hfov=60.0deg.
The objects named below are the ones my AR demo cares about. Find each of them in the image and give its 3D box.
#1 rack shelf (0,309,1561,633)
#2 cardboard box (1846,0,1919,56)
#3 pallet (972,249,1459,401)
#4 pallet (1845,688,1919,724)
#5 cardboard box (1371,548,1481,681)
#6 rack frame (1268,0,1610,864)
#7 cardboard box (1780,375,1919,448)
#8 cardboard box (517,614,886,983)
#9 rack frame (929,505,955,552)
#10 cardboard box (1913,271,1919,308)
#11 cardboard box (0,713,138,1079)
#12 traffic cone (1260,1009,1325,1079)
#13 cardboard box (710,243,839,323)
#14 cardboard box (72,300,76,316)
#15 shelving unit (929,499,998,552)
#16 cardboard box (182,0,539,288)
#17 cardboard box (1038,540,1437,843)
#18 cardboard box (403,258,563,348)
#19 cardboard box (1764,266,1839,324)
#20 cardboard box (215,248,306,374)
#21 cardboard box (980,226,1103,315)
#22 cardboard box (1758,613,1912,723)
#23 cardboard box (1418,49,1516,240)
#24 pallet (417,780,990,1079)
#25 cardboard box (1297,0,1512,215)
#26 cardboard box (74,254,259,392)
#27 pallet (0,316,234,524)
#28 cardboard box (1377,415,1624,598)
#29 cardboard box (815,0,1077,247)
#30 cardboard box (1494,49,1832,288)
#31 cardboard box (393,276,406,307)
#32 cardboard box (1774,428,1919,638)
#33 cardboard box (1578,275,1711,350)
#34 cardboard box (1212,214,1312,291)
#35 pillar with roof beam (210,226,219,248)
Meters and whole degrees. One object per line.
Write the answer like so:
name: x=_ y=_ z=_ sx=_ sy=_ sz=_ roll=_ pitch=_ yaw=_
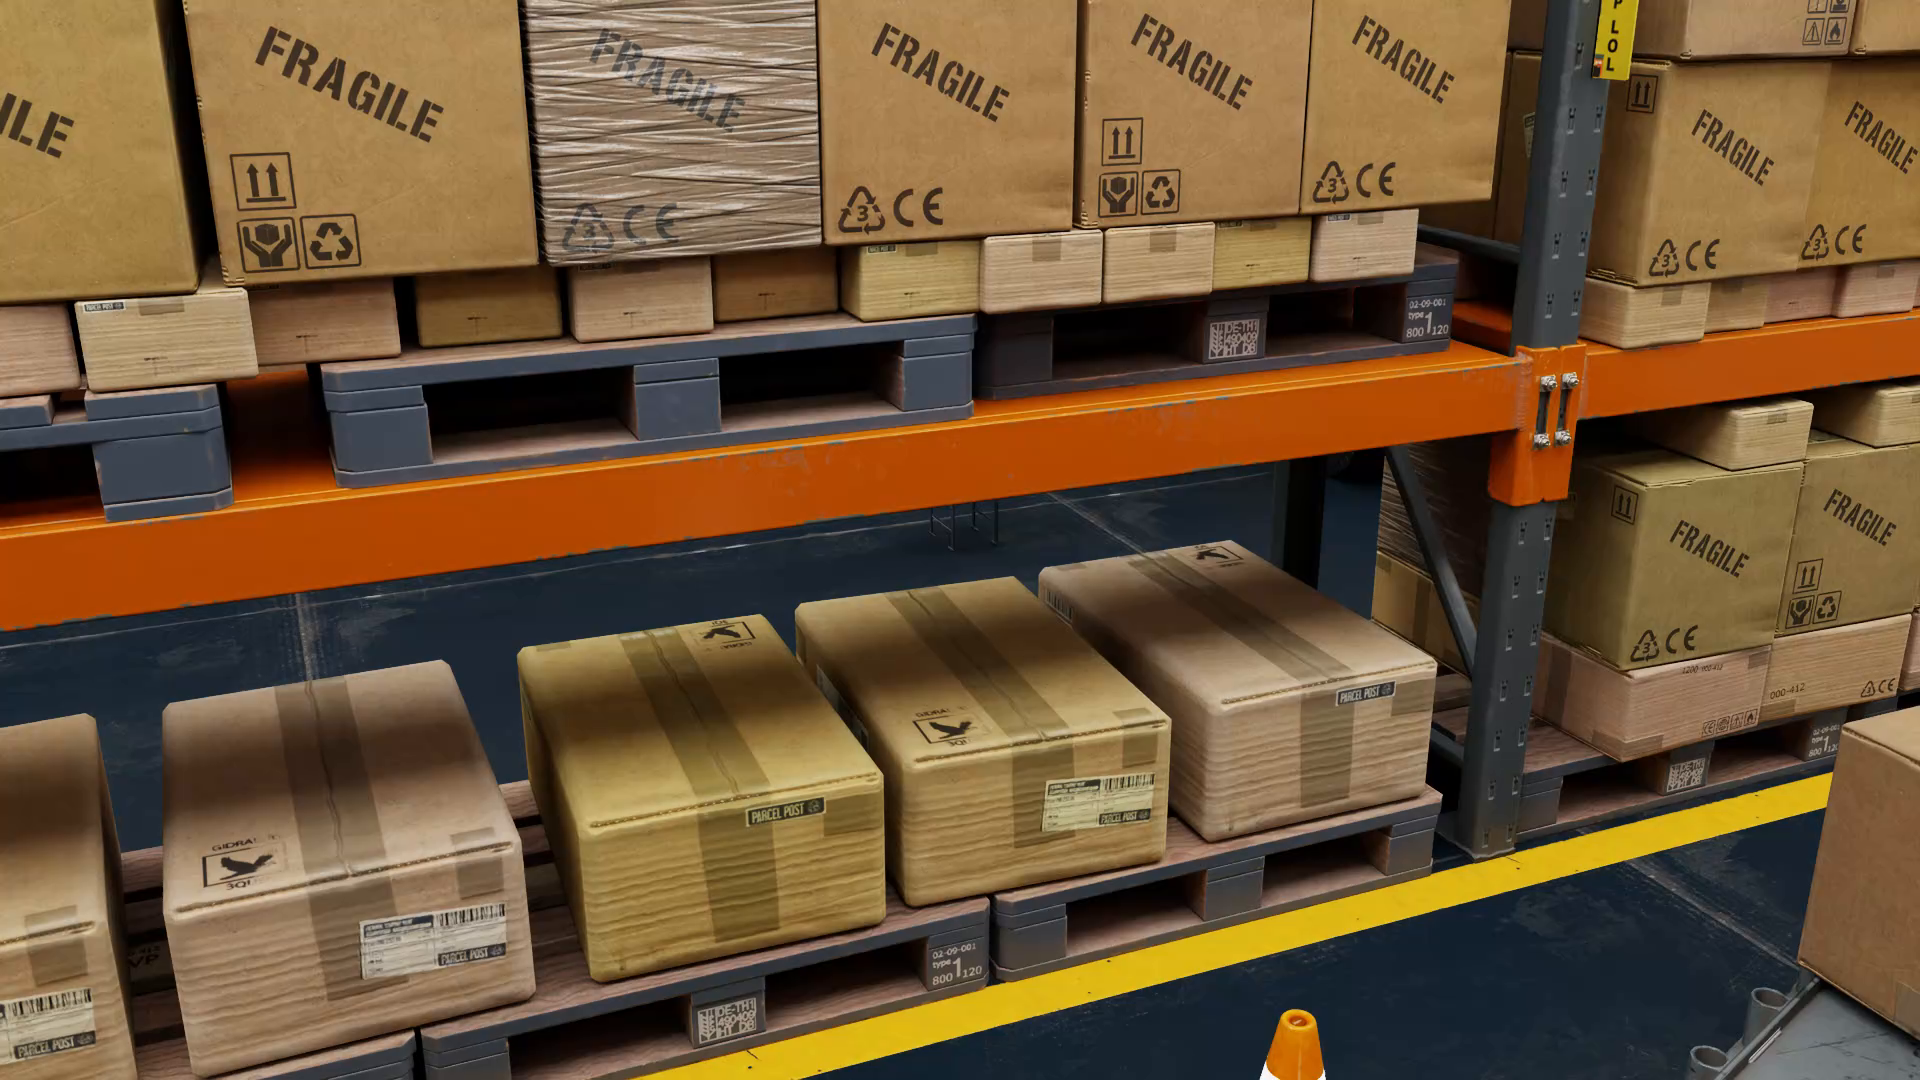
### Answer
rack shelf: x=-0.676 y=-0.155 z=3.529 sx=4.000 sy=0.370 sz=1.077 roll=-8 pitch=21 yaw=-22
cardboard box: x=2.128 y=-1.469 z=4.073 sx=0.500 sy=0.500 sz=0.700 roll=-8 pitch=21 yaw=-22
pallet: x=0.401 y=-0.611 z=4.029 sx=1.213 sy=0.211 sz=1.003 roll=-8 pitch=21 yaw=-22
pallet: x=2.885 y=0.297 z=5.361 sx=1.213 sy=0.211 sz=1.003 roll=-8 pitch=21 yaw=-22
cardboard box: x=1.597 y=0.182 z=4.998 sx=0.500 sy=0.250 sz=0.500 roll=-7 pitch=21 yaw=-19
rack frame: x=1.161 y=-0.758 z=4.157 sx=0.127 sy=3.000 sz=1.000 roll=-8 pitch=21 yaw=-22
cardboard box: x=2.419 y=-0.380 z=4.487 sx=0.250 sy=0.149 sz=0.380 roll=-7 pitch=21 yaw=-20
cardboard box: x=-0.617 y=0.541 z=3.793 sx=0.625 sy=0.372 sz=0.950 roll=-7 pitch=21 yaw=-20
rack frame: x=-0.071 y=-0.556 z=6.294 sx=0.006 sy=1.200 sz=0.240 roll=-8 pitch=21 yaw=-22
cardboard box: x=2.493 y=-0.743 z=4.493 sx=0.250 sy=0.149 sz=0.380 roll=-8 pitch=21 yaw=-22
cardboard box: x=-1.989 y=0.739 z=3.232 sx=0.625 sy=0.372 sz=0.950 roll=-10 pitch=22 yaw=-26
traffic cone: x=0.577 y=1.029 z=2.903 sx=0.334 sy=0.463 sz=0.336 roll=-8 pitch=21 yaw=-22
cardboard box: x=-0.428 y=-0.552 z=3.320 sx=0.250 sy=0.149 sz=0.380 roll=-9 pitch=21 yaw=-24
cardboard box: x=-1.873 y=-0.530 z=3.257 sx=0.250 sy=0.149 sz=0.380 roll=-8 pitch=21 yaw=-22
shelving unit: x=0.013 y=-0.568 z=6.328 sx=0.189 sy=1.200 sz=0.258 roll=-8 pitch=21 yaw=-22
cardboard box: x=-1.047 y=-0.748 z=2.900 sx=0.500 sy=0.500 sz=0.500 roll=-8 pitch=21 yaw=-21
cardboard box: x=0.680 y=0.354 z=4.326 sx=0.625 sy=0.372 sz=0.950 roll=-8 pitch=21 yaw=-21
cardboard box: x=-0.903 y=-0.480 z=3.116 sx=0.250 sy=0.149 sz=0.380 roll=-7 pitch=21 yaw=-20
cardboard box: x=2.020 y=-0.676 z=4.304 sx=0.250 sy=0.149 sz=0.380 roll=-8 pitch=21 yaw=-22
cardboard box: x=-3.307 y=-0.989 z=7.757 sx=0.625 sy=0.625 sz=0.875 roll=-7 pitch=21 yaw=-20
cardboard box: x=0.093 y=-0.577 z=3.389 sx=0.250 sy=0.149 sz=0.380 roll=-8 pitch=21 yaw=-21
cardboard box: x=2.295 y=0.272 z=4.740 sx=0.500 sy=0.250 sz=0.500 roll=-7 pitch=21 yaw=-19
cardboard box: x=1.470 y=-1.079 z=4.472 sx=0.500 sy=0.500 sz=0.500 roll=-9 pitch=21 yaw=-23
pallet: x=-0.676 y=0.822 z=3.869 sx=1.213 sy=0.211 sz=1.003 roll=-8 pitch=21 yaw=-22
cardboard box: x=0.827 y=-1.012 z=3.650 sx=0.500 sy=0.500 sz=0.500 roll=-9 pitch=21 yaw=-23
cardboard box: x=-1.337 y=-0.376 z=2.819 sx=0.250 sy=0.149 sz=0.380 roll=-8 pitch=21 yaw=-22
pallet: x=-1.900 y=-0.267 z=3.053 sx=1.003 sy=0.211 sz=1.213 roll=-8 pitch=21 yaw=-22
cardboard box: x=1.598 y=-0.172 z=4.873 sx=0.500 sy=0.500 sz=0.500 roll=-8 pitch=21 yaw=-23
cardboard box: x=-0.104 y=-0.881 z=3.276 sx=0.500 sy=0.500 sz=0.500 roll=-7 pitch=21 yaw=-20
cardboard box: x=1.675 y=-0.918 z=4.014 sx=0.500 sy=0.500 sz=0.500 roll=-8 pitch=21 yaw=-22
cardboard box: x=-1.111 y=-0.596 z=3.443 sx=0.250 sy=0.149 sz=0.380 roll=-8 pitch=21 yaw=-22
cardboard box: x=2.296 y=-0.082 z=4.616 sx=0.500 sy=0.500 sz=0.500 roll=-7 pitch=21 yaw=-20
cardboard box: x=1.577 y=-0.583 z=4.039 sx=0.250 sy=0.149 sz=0.380 roll=-8 pitch=21 yaw=-22
cardboard box: x=0.548 y=-0.656 z=3.614 sx=0.250 sy=0.149 sz=0.380 roll=-9 pitch=21 yaw=-24
pillar with roof beam: x=-1.936 y=-3.708 z=3.503 sx=0.400 sy=9.000 sz=9.100 roll=-8 pitch=21 yaw=-22
